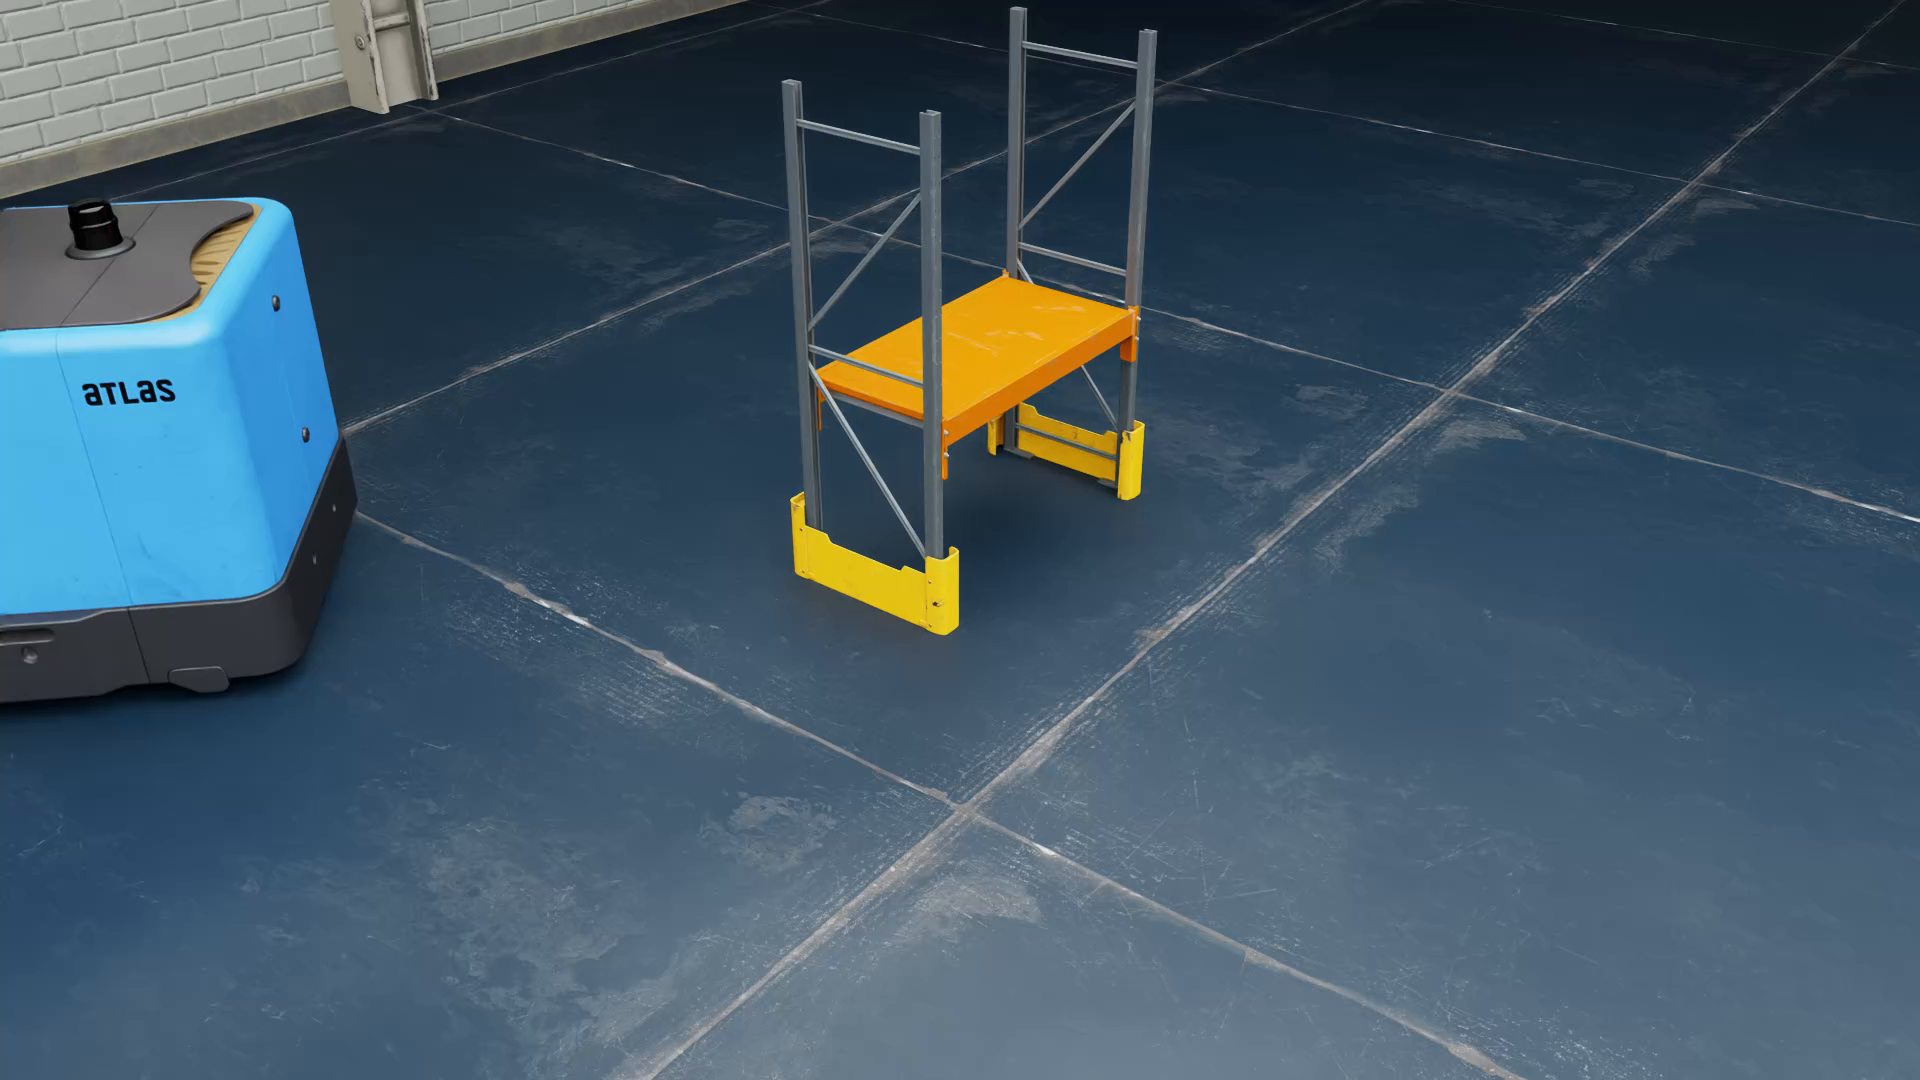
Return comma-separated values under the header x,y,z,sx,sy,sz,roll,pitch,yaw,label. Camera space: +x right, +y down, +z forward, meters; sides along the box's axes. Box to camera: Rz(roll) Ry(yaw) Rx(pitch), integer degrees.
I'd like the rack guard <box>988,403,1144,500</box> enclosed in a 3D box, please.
x,y,z,sx,sy,sz,roll,pitch,yaw,label
0.347,-0.341,5.580,0.587,0.250,0.087,21,37,31,rack guard

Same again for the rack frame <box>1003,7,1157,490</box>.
x,y,z,sx,sy,sz,roll,pitch,yaw,label
0.358,-0.887,5.275,0.500,1.500,0.032,21,37,31,rack frame

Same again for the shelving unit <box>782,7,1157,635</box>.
x,y,z,sx,sy,sz,roll,pitch,yaw,label
0.046,-0.676,4.920,0.587,1.500,1.083,21,37,31,shelving unit

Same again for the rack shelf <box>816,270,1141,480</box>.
x,y,z,sx,sy,sz,roll,pitch,yaw,label
0.051,-0.525,5.018,0.538,0.185,1.000,21,37,31,rack shelf

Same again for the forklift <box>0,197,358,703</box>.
x,y,z,sx,sy,sz,roll,pitch,yaw,label
-3.366,-0.999,4.060,3.031,2.935,1.130,-4,31,-7,forklift

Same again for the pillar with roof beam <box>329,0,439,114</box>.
x,y,z,sx,sy,sz,roll,pitch,yaw,label
0.213,-5.042,4.930,9.100,9.000,0.400,21,37,31,pillar with roof beam

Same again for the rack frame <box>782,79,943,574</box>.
x,y,z,sx,sy,sz,roll,pitch,yaw,label
-0.255,-0.473,4.577,0.500,1.500,0.032,21,37,31,rack frame

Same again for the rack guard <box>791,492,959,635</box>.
x,y,z,sx,sy,sz,roll,pitch,yaw,label
-0.255,0.064,4.897,0.587,0.250,0.087,21,37,31,rack guard
